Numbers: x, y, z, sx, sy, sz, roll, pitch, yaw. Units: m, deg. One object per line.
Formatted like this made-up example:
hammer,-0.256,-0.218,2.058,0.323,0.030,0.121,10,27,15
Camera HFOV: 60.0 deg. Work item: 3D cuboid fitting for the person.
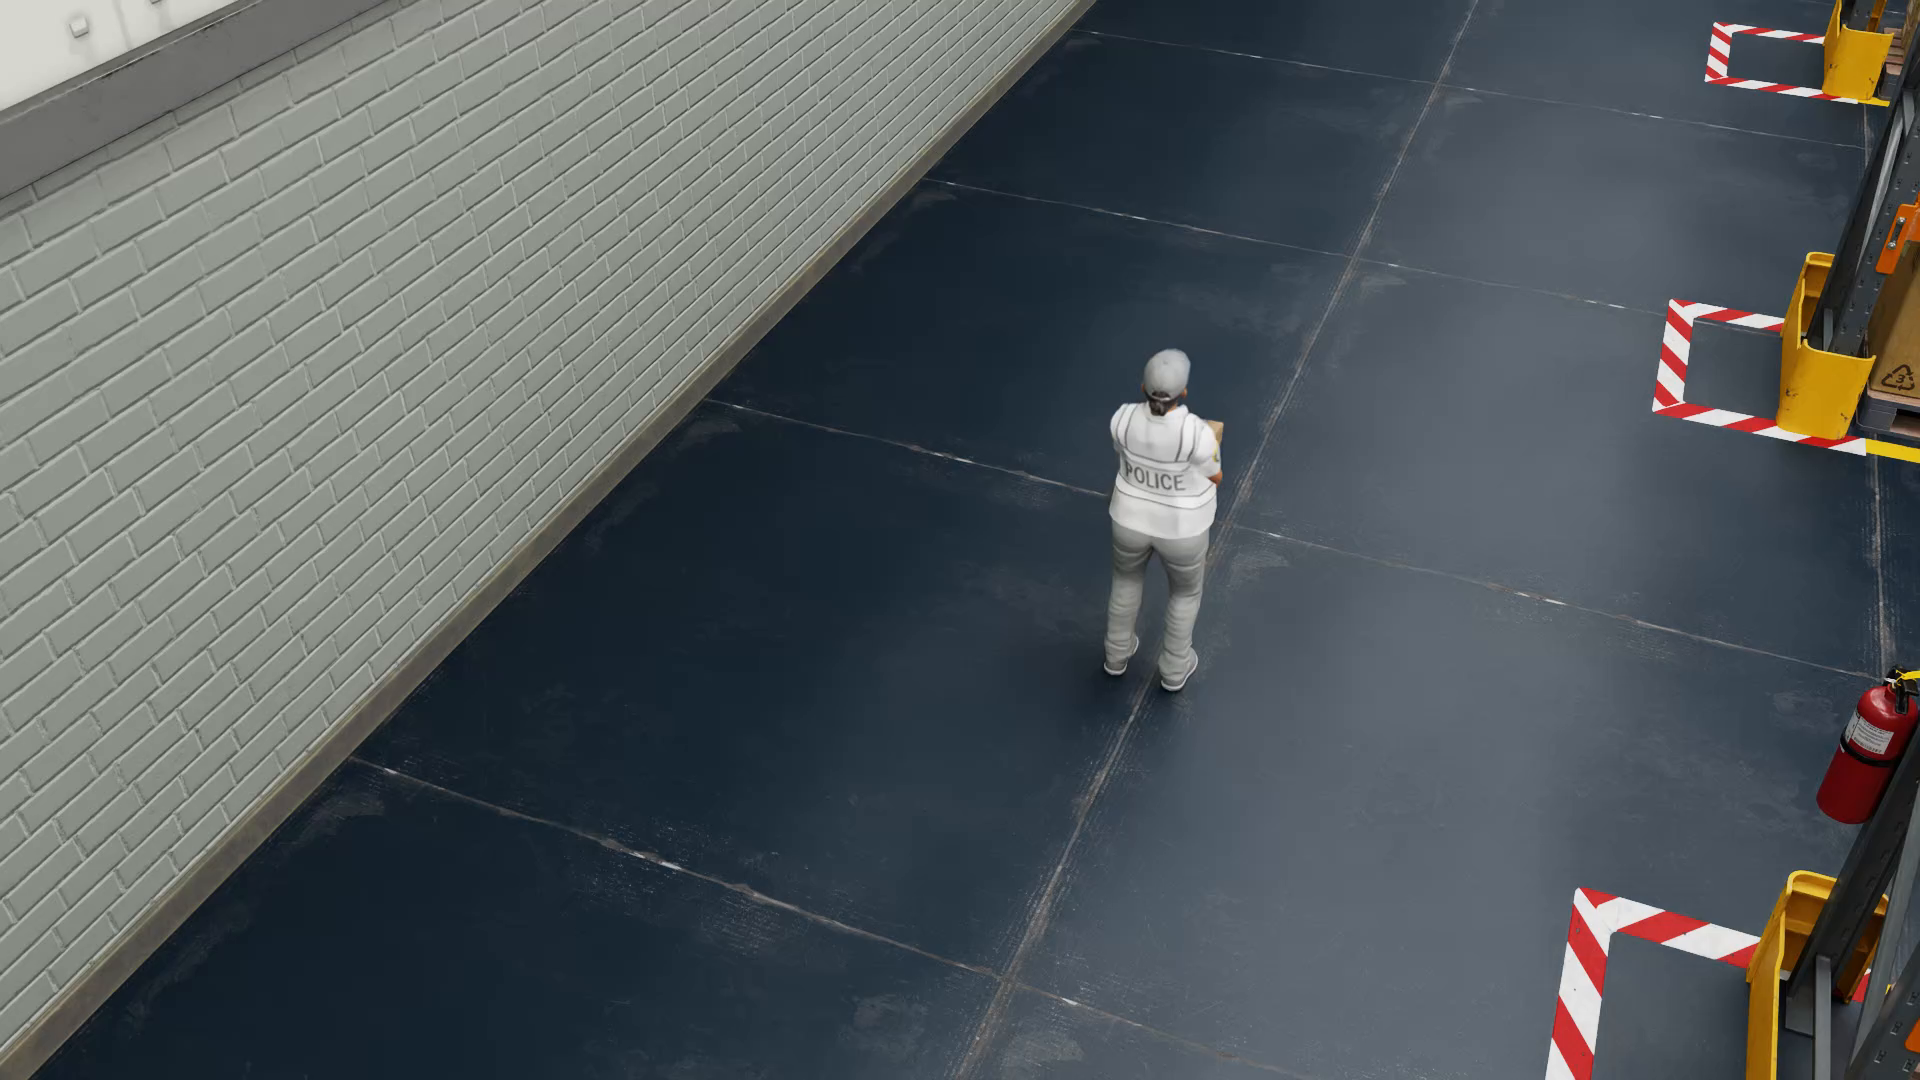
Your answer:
person,0.866,-0.129,6.992,0.454,1.655,0.524,15,40,18
